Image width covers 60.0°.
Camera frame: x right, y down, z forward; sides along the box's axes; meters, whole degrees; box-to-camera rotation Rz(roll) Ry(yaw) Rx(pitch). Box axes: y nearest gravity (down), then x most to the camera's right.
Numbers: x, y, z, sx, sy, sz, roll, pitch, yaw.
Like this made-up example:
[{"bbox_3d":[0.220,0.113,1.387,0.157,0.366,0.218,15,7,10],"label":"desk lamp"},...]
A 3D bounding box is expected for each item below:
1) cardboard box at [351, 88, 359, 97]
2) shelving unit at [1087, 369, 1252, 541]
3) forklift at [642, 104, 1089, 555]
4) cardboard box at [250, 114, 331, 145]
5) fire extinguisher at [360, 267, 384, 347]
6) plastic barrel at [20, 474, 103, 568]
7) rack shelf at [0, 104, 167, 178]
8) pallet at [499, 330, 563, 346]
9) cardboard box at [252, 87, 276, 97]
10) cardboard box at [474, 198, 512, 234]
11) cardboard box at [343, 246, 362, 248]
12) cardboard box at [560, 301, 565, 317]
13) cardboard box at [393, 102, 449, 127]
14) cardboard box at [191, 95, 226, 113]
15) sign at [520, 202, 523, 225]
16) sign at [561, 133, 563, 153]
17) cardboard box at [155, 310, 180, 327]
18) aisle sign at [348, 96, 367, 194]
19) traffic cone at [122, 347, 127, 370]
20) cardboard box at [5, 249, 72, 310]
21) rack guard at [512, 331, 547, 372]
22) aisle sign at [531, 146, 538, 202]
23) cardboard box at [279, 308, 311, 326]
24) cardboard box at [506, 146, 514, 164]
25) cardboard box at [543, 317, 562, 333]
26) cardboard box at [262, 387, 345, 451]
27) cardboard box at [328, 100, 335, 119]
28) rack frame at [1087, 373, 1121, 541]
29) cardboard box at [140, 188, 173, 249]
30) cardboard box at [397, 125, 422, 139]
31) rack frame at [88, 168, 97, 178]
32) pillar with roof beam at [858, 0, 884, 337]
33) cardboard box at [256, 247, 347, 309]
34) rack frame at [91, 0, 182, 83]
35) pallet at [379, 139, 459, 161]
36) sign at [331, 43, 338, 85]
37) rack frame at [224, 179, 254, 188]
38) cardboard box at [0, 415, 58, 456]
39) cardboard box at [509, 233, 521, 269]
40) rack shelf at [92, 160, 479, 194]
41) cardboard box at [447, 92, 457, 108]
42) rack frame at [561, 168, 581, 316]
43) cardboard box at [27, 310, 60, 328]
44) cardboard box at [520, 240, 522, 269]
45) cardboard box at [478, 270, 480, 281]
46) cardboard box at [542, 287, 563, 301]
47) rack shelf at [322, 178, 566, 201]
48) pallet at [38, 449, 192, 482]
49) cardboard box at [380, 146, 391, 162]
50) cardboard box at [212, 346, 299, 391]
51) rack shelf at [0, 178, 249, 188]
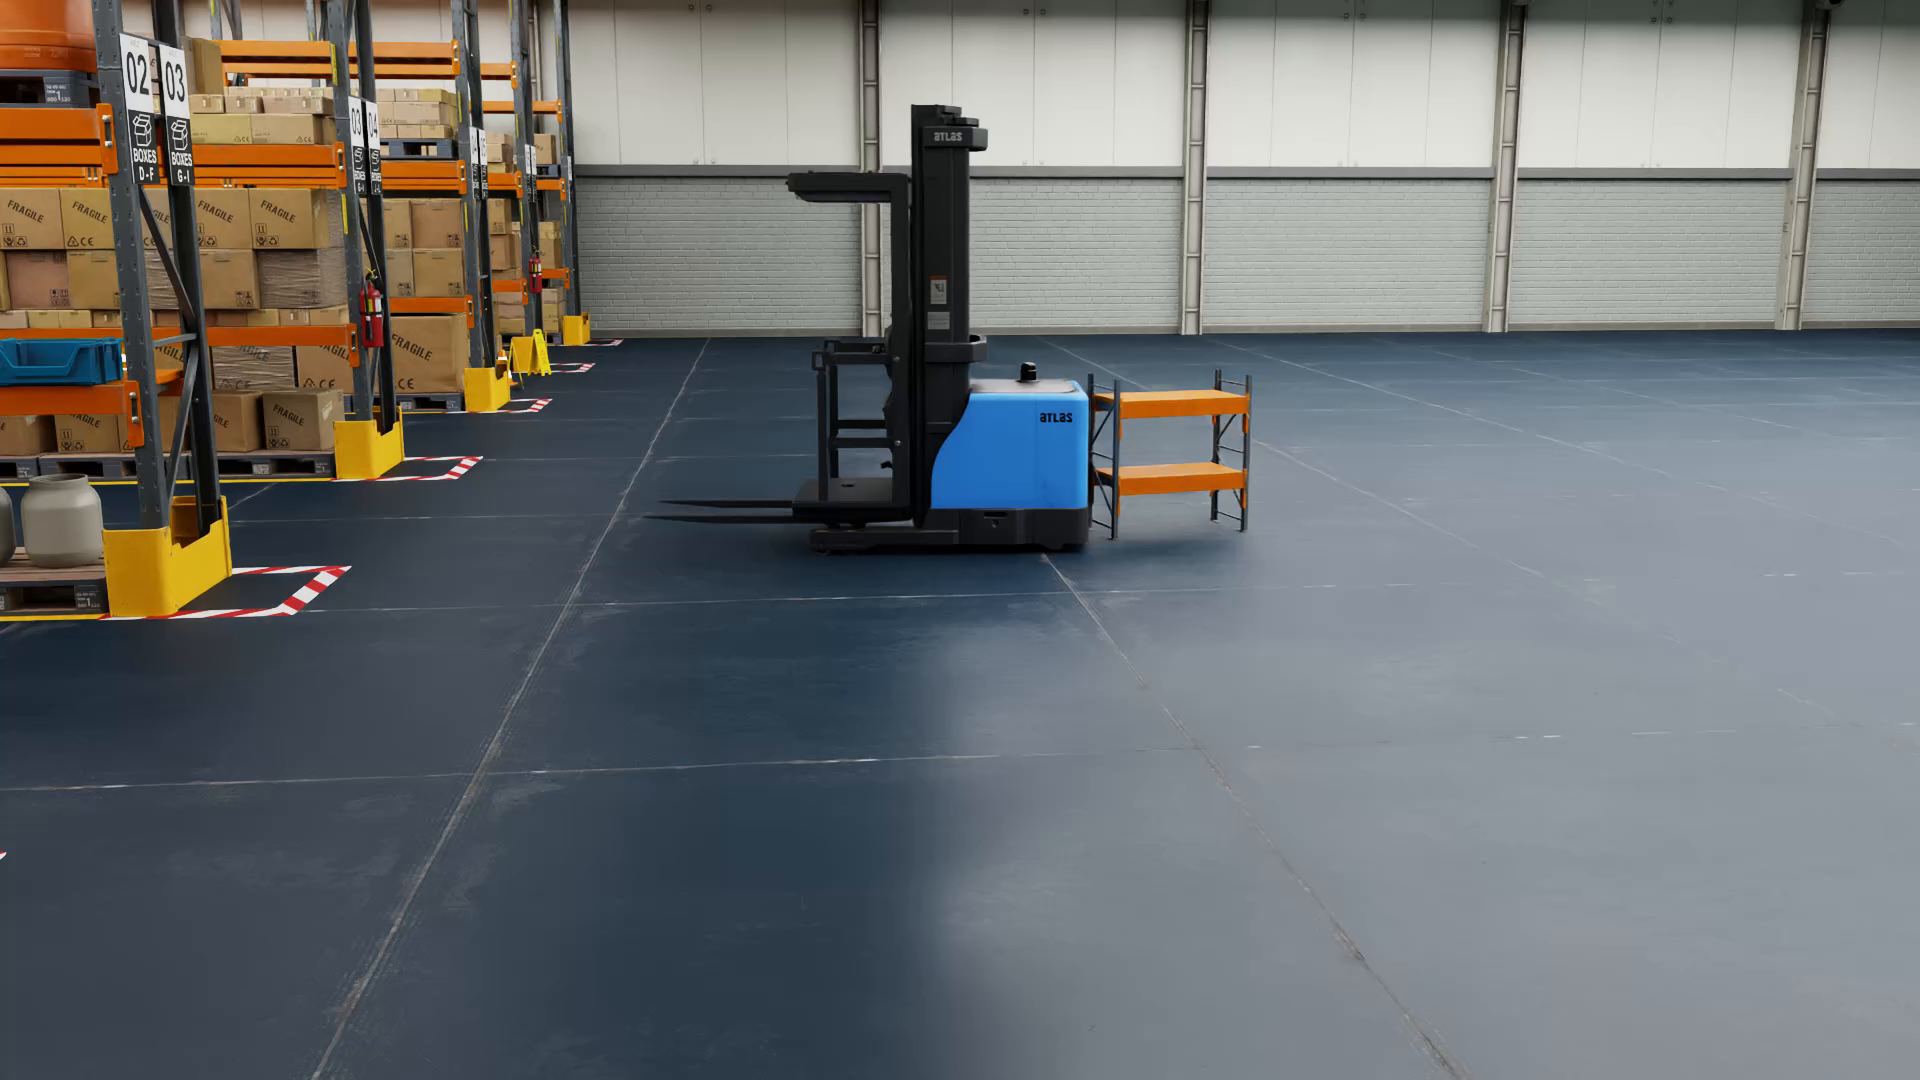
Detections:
[{"bbox_3d":[-6.674,-4.968,18.590,0.250,0.149,0.380,-1,11,-5],"label":"cardboard box"},{"bbox_3d":[1.485,-0.622,11.888,1.048,1.125,0.538,-4,12,-19],"label":"shelving unit"},{"bbox_3d":[-0.645,-1.443,11.378,3.031,2.935,1.130,0,11,0],"label":"forklift"},{"bbox_3d":[-5.632,-3.447,14.007,0.500,0.250,0.500,-1,11,-5],"label":"cardboard box"},{"bbox_3d":[-5.017,-1.984,14.151,0.183,0.674,0.296,-1,11,-6],"label":"fire extinguisher"},{"bbox_3d":[-5.292,-0.115,9.805,0.421,0.512,0.421,0,11,0],"label":"plastic barrel"},{"bbox_3d":[-6.634,-2.235,9.318,4.000,0.370,1.077,-1,11,-6],"label":"rack shelf"},{"bbox_3d":[-7.546,-3.568,29.237,1.213,0.211,1.003,-1,11,-6],"label":"pallet"},{"bbox_3d":[-7.681,-4.946,18.482,0.250,0.149,0.380,-1,11,-6],"label":"cardboard box"},{"bbox_3d":[-6.735,-4.641,23.846,0.500,0.500,0.700,-1,11,-7],"label":"cardboard box"},{"bbox_3d":[-7.097,-3.649,19.235,0.550,0.550,0.875,-1,11,-6],"label":"cardboard box"},{"bbox_3d":[-7.280,-4.092,29.419,0.500,0.250,0.500,-1,11,-5],"label":"cardboard box"},{"bbox_3d":[-6.072,-4.796,18.752,0.500,0.250,0.500,-1,11,-5],"label":"cardboard box"},{"bbox_3d":[-6.201,-3.616,13.835,0.250,0.149,0.380,-1,11,-6],"label":"cardboard box"},{"bbox_3d":[-6.211,-4.624,23.562,0.005,0.325,0.100,-1,11,-6],"label":"sign"},{"bbox_3d":[-6.746,-6.723,28.192,0.005,0.325,0.100,-1,11,-6],"label":"sign"},{"bbox_3d":[-6.682,-1.909,14.225,0.250,0.149,0.380,-1,11,-6],"label":"cardboard box"},{"bbox_3d":[-5.087,-3.327,14.044,0.004,0.787,0.394,-1,11,-6],"label":"aisle sign"},{"bbox_3d":[-11.309,-2.386,22.572,0.334,0.463,0.336,-1,11,-6],"label":"traffic cone"},{"bbox_3d":[-7.716,-2.250,14.276,0.500,0.500,0.875,-1,11,-6],"label":"cardboard box"},{"bbox_3d":[-6.326,-2.780,24.481,0.348,0.500,1.175,-1,11,-6],"label":"rack guard"},{"bbox_3d":[-6.223,-5.344,24.306,0.004,0.787,0.394,-1,11,-6],"label":"aisle sign"},{"bbox_3d":[-5.690,-1.934,14.348,0.250,0.149,0.380,-1,11,-6],"label":"cardboard box"},{"bbox_3d":[-6.779,-5.593,24.151,0.500,0.250,0.500,-1,11,-7],"label":"cardboard box"},{"bbox_3d":[-7.223,-3.746,28.956,0.500,0.250,0.500,-1,11,-6],"label":"cardboard box"},{"bbox_3d":[-5.803,-1.077,14.732,0.500,0.500,0.500,1,11,4],"label":"cardboard box"},{"bbox_3d":[-5.479,-3.740,14.464,0.250,0.149,0.380,-1,11,-6],"label":"cardboard box"},{"bbox_3d":[1.005,-0.590,11.724,0.032,1.125,0.500,-4,12,-19],"label":"rack frame"},{"bbox_3d":[-6.694,-2.713,14.038,0.500,0.500,0.500,-1,11,-6],"label":"cardboard box"},{"bbox_3d":[-6.160,-4.587,18.723,0.250,0.149,0.380,-1,11,-6],"label":"cardboard box"},{"bbox_3d":[-9.592,-2.977,19.006,0.127,3.000,1.000,-1,11,-6],"label":"rack frame"},{"bbox_3d":[-1.150,-7.361,25.753,0.400,9.000,9.100,-1,11,-6],"label":"pillar with roof beam"},{"bbox_3d":[-5.730,-2.296,14.511,0.500,0.500,0.875,-1,11,-6],"label":"cardboard box"},{"bbox_3d":[-4.646,-4.101,9.171,0.127,3.000,1.000,-1,11,-6],"label":"rack frame"},{"bbox_3d":[-6.352,-4.472,19.061,1.213,0.211,1.003,-1,11,-6],"label":"pallet"},{"bbox_3d":[-5.140,-3.907,13.663,0.005,0.325,0.100,-1,11,-6],"label":"sign"},{"bbox_3d":[-10.227,-3.925,23.824,0.127,3.000,1.000,-1,11,-6],"label":"rack frame"},{"bbox_3d":[-8.187,-1.018,14.429,0.500,0.500,0.500,2,11,12],"label":"cardboard box"},{"bbox_3d":[-6.752,-4.246,24.430,0.500,0.500,0.500,-1,11,-7],"label":"cardboard box"},{"bbox_3d":[-7.604,-4.138,18.998,4.000,0.370,1.077,-1,11,-6],"label":"rack shelf"},{"bbox_3d":[-5.982,-5.110,19.313,0.250,0.149,0.380,-1,11,-5],"label":"cardboard box"},{"bbox_3d":[-6.790,-4.960,29.090,0.127,3.000,1.000,-1,11,-6],"label":"rack frame"},{"bbox_3d":[-7.671,-1.878,14.067,0.250,0.149,0.380,-1,11,-6],"label":"cardboard box"},{"bbox_3d":[-7.768,-4.939,28.726,0.500,0.500,0.500,-1,11,-4],"label":"cardboard box"},{"bbox_3d":[-6.839,-3.809,23.889,0.250,0.149,0.380,-1,11,-7],"label":"cardboard box"},{"bbox_3d":[-7.289,-4.334,29.352,0.500,0.250,0.500,-1,11,-7],"label":"cardboard box"},{"bbox_3d":[-8.779,-6.037,28.658,4.000,0.370,1.077,-1,11,-6],"label":"rack shelf"},{"bbox_3d":[-7.278,-0.703,14.664,1.213,0.211,1.003,-1,11,-6],"label":"pallet"},{"bbox_3d":[-8.248,-5.457,23.460,0.500,0.250,0.500,-1,11,-6],"label":"cardboard box"},{"bbox_3d":[-8.064,-2.160,19.268,0.875,0.875,0.875,-1,11,-6],"label":"cardboard box"},{"bbox_3d":[-12.216,-5.002,23.392,4.000,0.370,1.077,-1,11,-6],"label":"rack shelf"}]
